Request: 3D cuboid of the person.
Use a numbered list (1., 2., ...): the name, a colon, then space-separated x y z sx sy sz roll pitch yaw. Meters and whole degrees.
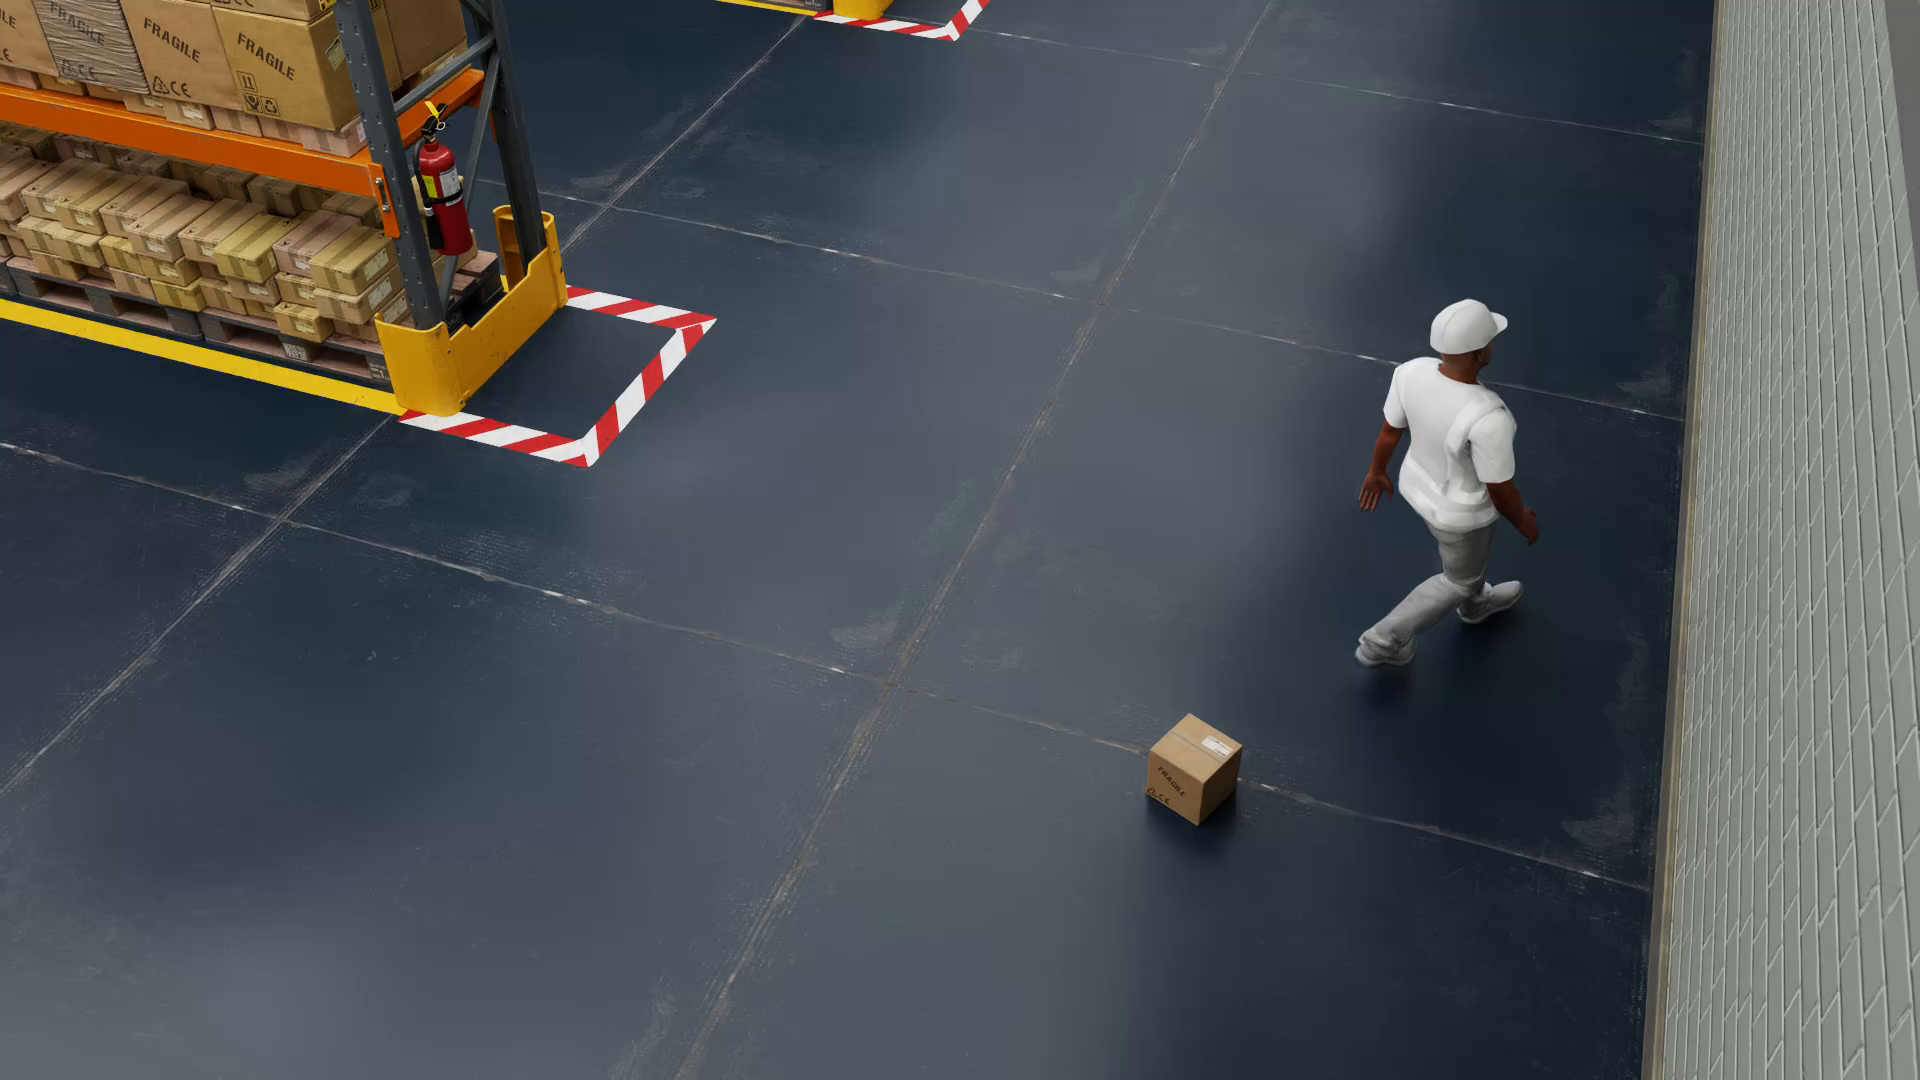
1. person: 2.004 -0.211 6.425 0.933 1.705 0.622 -16 44 -17
